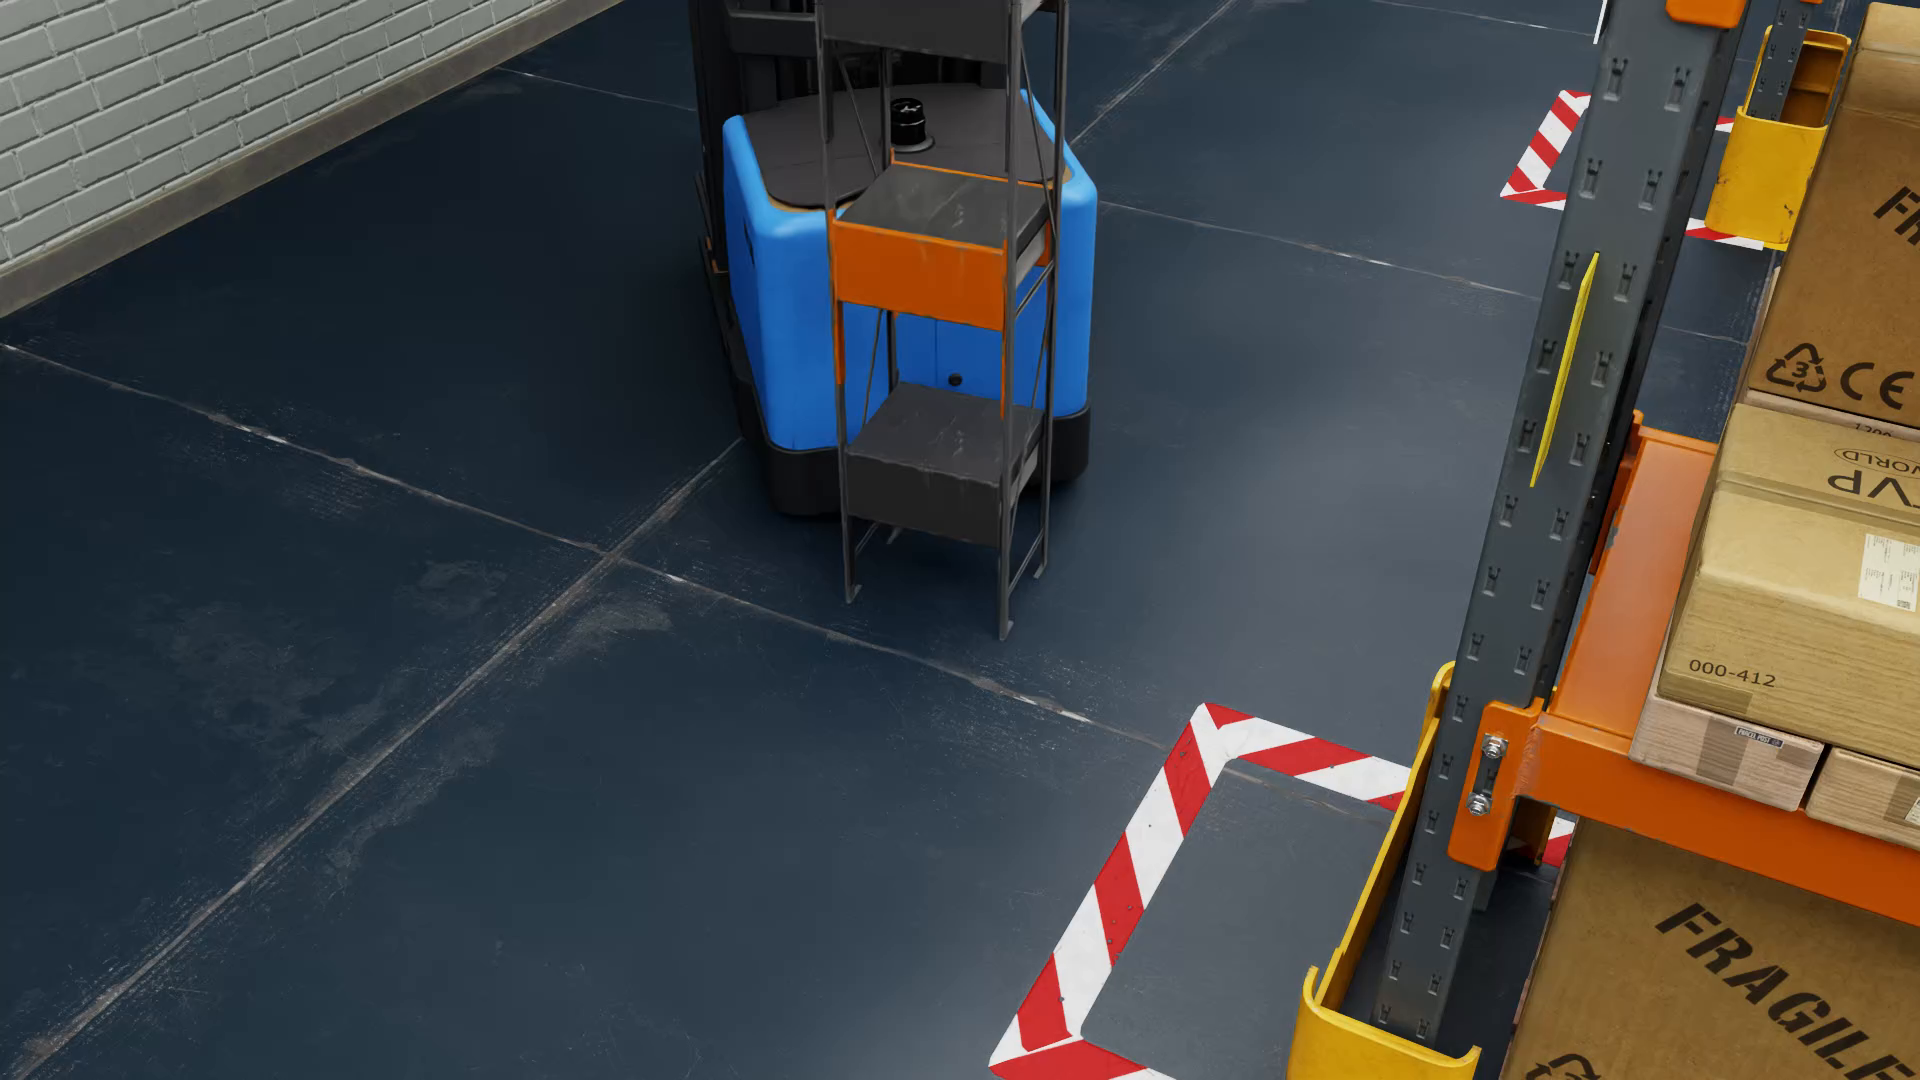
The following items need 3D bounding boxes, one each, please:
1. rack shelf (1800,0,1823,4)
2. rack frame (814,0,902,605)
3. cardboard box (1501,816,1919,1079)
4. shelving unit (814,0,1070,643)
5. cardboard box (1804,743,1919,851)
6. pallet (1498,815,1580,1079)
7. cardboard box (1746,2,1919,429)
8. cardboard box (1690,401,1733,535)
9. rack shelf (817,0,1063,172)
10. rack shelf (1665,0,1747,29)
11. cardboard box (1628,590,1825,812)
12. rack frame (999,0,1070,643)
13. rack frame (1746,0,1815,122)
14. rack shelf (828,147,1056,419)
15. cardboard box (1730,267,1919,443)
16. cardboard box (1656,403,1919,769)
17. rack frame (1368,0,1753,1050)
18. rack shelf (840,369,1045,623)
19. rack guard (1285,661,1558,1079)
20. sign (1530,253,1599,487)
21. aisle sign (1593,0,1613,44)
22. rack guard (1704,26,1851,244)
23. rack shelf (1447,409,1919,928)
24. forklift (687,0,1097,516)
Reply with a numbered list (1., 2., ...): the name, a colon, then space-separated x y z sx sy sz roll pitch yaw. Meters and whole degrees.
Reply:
1. rack shelf: 5.238 -1.941 5.922 4.000 0.370 1.077 17 41 21
2. rack frame: -0.264 -0.755 4.508 0.015 2.100 0.400 13 39 16
3. cardboard box: 1.697 0.665 3.303 0.875 0.875 0.875 17 41 21
4. shelving unit: -0.036 -0.703 4.439 0.503 2.100 0.431 13 39 16
5. cardboard box: 1.484 0.297 2.585 0.250 0.149 0.380 17 40 21
6. pallet: 1.838 1.142 3.571 1.213 0.211 1.003 17 41 21
7. cardboard box: 1.645 -0.512 2.702 0.500 0.500 0.500 18 41 22
8. cardboard box: 1.559 -0.127 3.144 0.250 0.149 0.380 18 41 22
9. rack shelf: -0.036 -1.249 4.024 0.480 0.518 0.431 13 39 16
10. rack shelf: 2.868 -0.501 1.544 4.000 0.370 1.077 17 41 21
11. cardboard box: 1.255 0.227 2.678 0.250 0.149 0.380 18 41 22
12. rack frame: 0.192 -0.650 4.370 0.015 2.100 0.400 13 39 16
13. rack frame: 3.462 -2.784 6.437 0.127 3.000 1.000 17 41 21
14. rack shelf: -0.036 -0.692 4.447 0.480 0.518 0.431 13 39 16
15. cardboard box: 1.644 -0.216 2.931 0.500 0.250 0.500 17 40 21
16. cardboard box: 1.394 0.070 2.554 0.500 0.250 0.500 16 40 20
17. rack frame: 1.092 -0.149 2.966 0.127 3.000 1.000 17 41 21
18. rack shelf: -0.036 -0.134 4.871 0.480 0.518 0.431 13 39 16
19. rack guard: 1.070 0.840 3.730 0.348 0.500 1.175 17 41 21
20. sign: 0.831 -0.229 2.290 0.005 0.325 0.100 17 41 21
21. aisle sign: 0.890 -1.044 1.994 0.004 0.787 0.394 17 41 21
22. rack guard: 3.530 -1.767 7.165 0.348 0.500 1.175 17 41 21
23. rack shelf: 2.868 0.693 2.451 4.000 0.370 1.077 17 41 21
24. forklift: -0.417 -2.136 5.640 1.130 2.935 3.031 -8 38 -11
